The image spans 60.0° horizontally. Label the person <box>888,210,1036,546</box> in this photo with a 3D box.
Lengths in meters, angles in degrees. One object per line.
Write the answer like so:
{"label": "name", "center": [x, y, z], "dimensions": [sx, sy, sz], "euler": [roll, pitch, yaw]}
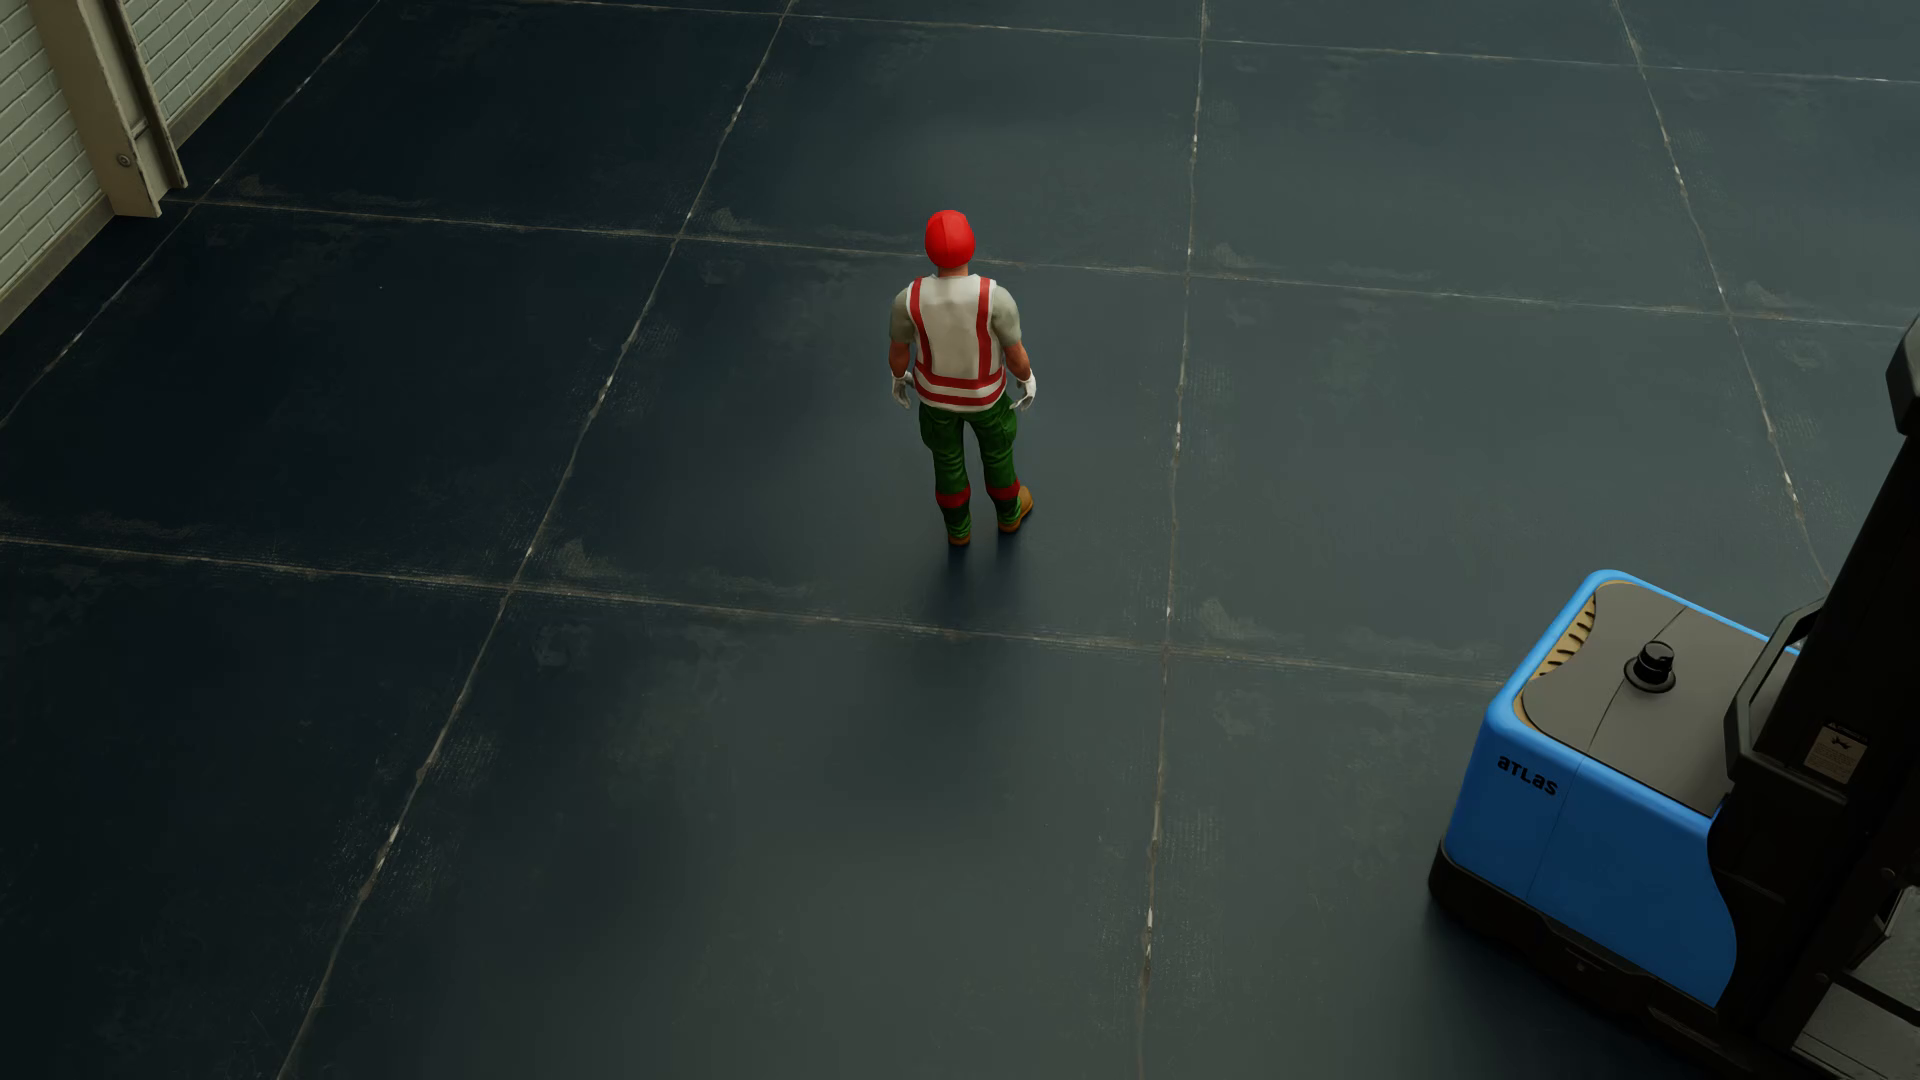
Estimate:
{"label": "person", "center": [0.023, -0.717, 7.339], "dimensions": [0.637, 1.790, 0.562], "euler": [5, 43, 6]}

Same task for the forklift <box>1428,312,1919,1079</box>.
{"label": "forklift", "center": [3.253, 0.675, 4.989], "dimensions": [3.031, 2.935, 1.130], "euler": [29, 50, 28]}
